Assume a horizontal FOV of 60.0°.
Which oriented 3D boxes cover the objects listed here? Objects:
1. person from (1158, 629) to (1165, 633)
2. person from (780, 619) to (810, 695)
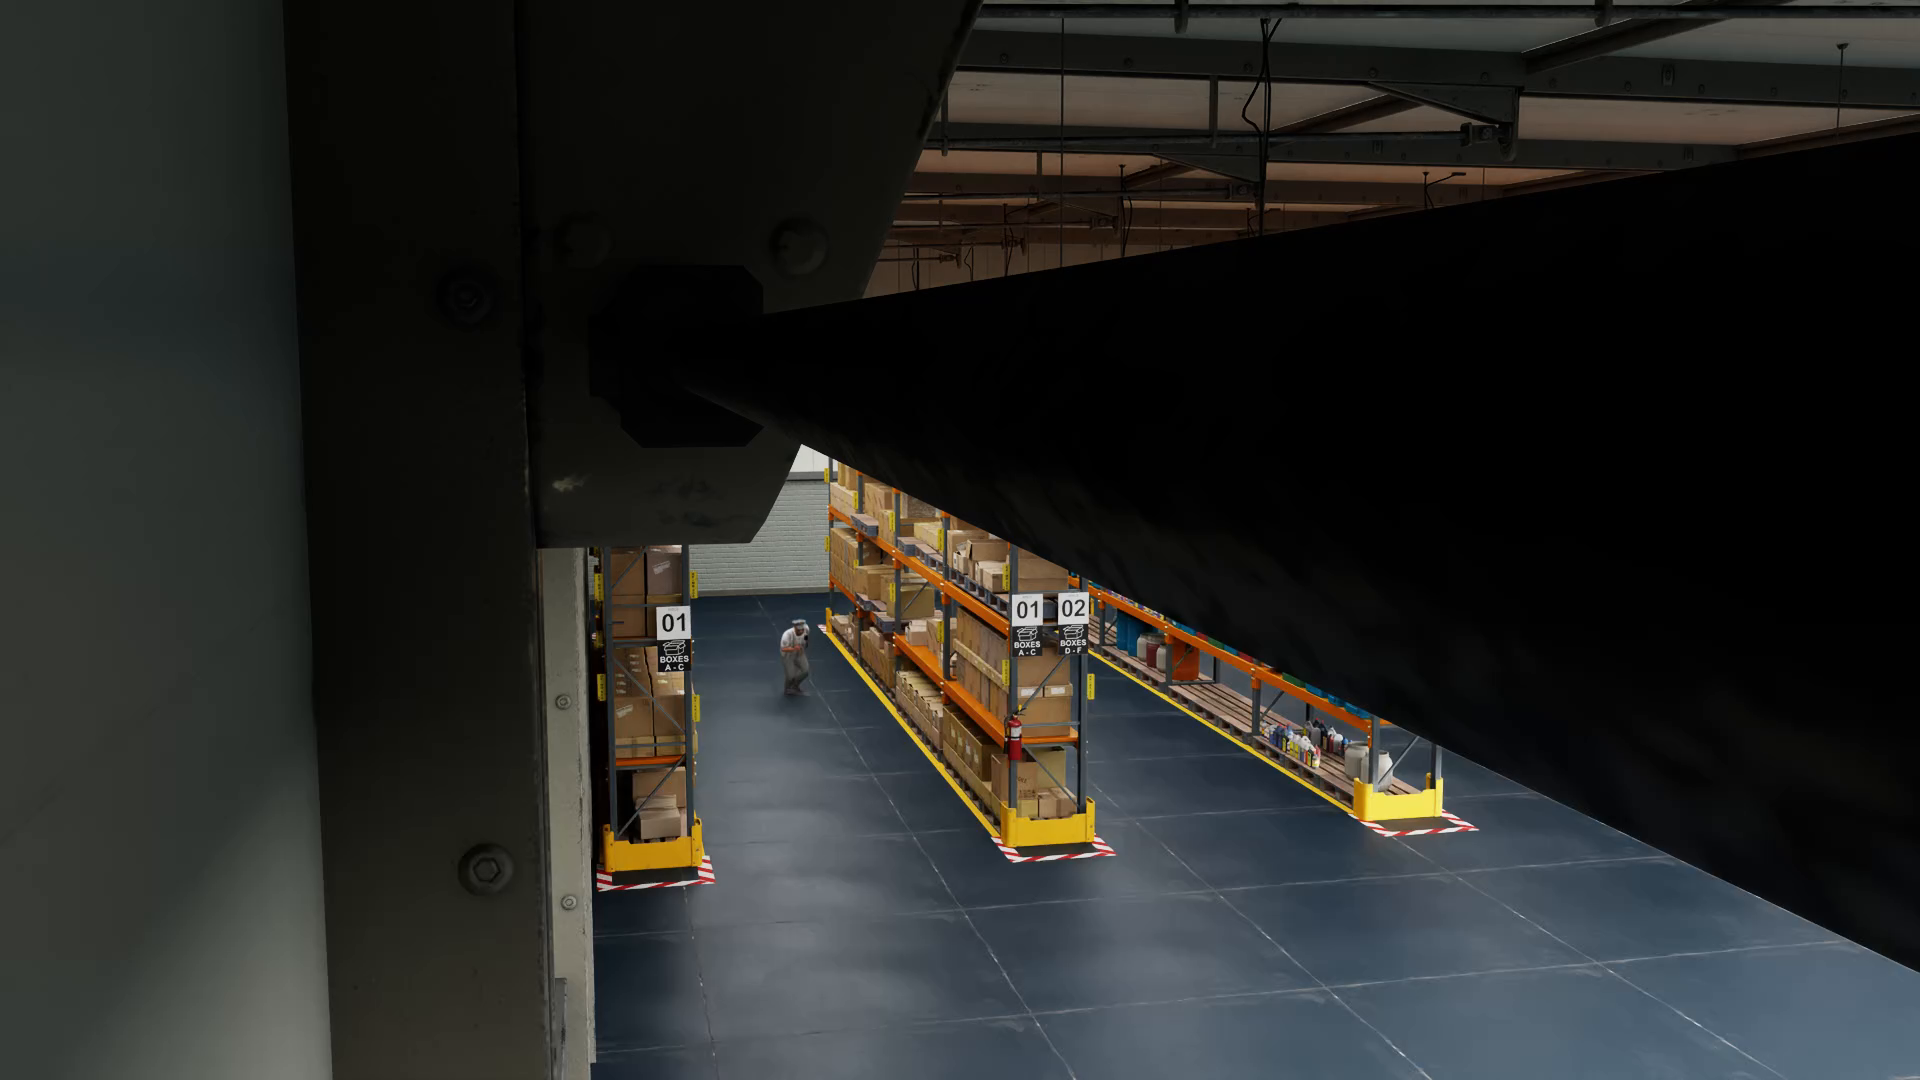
[{"bbox_3d":[4.464,1.310,35.644,0.743,1.648,0.965,-4,8,-27],"label":"person"},{"bbox_3d":[-2.945,2.098,29.673,0.673,1.484,0.999,-4,8,-33],"label":"person"}]
